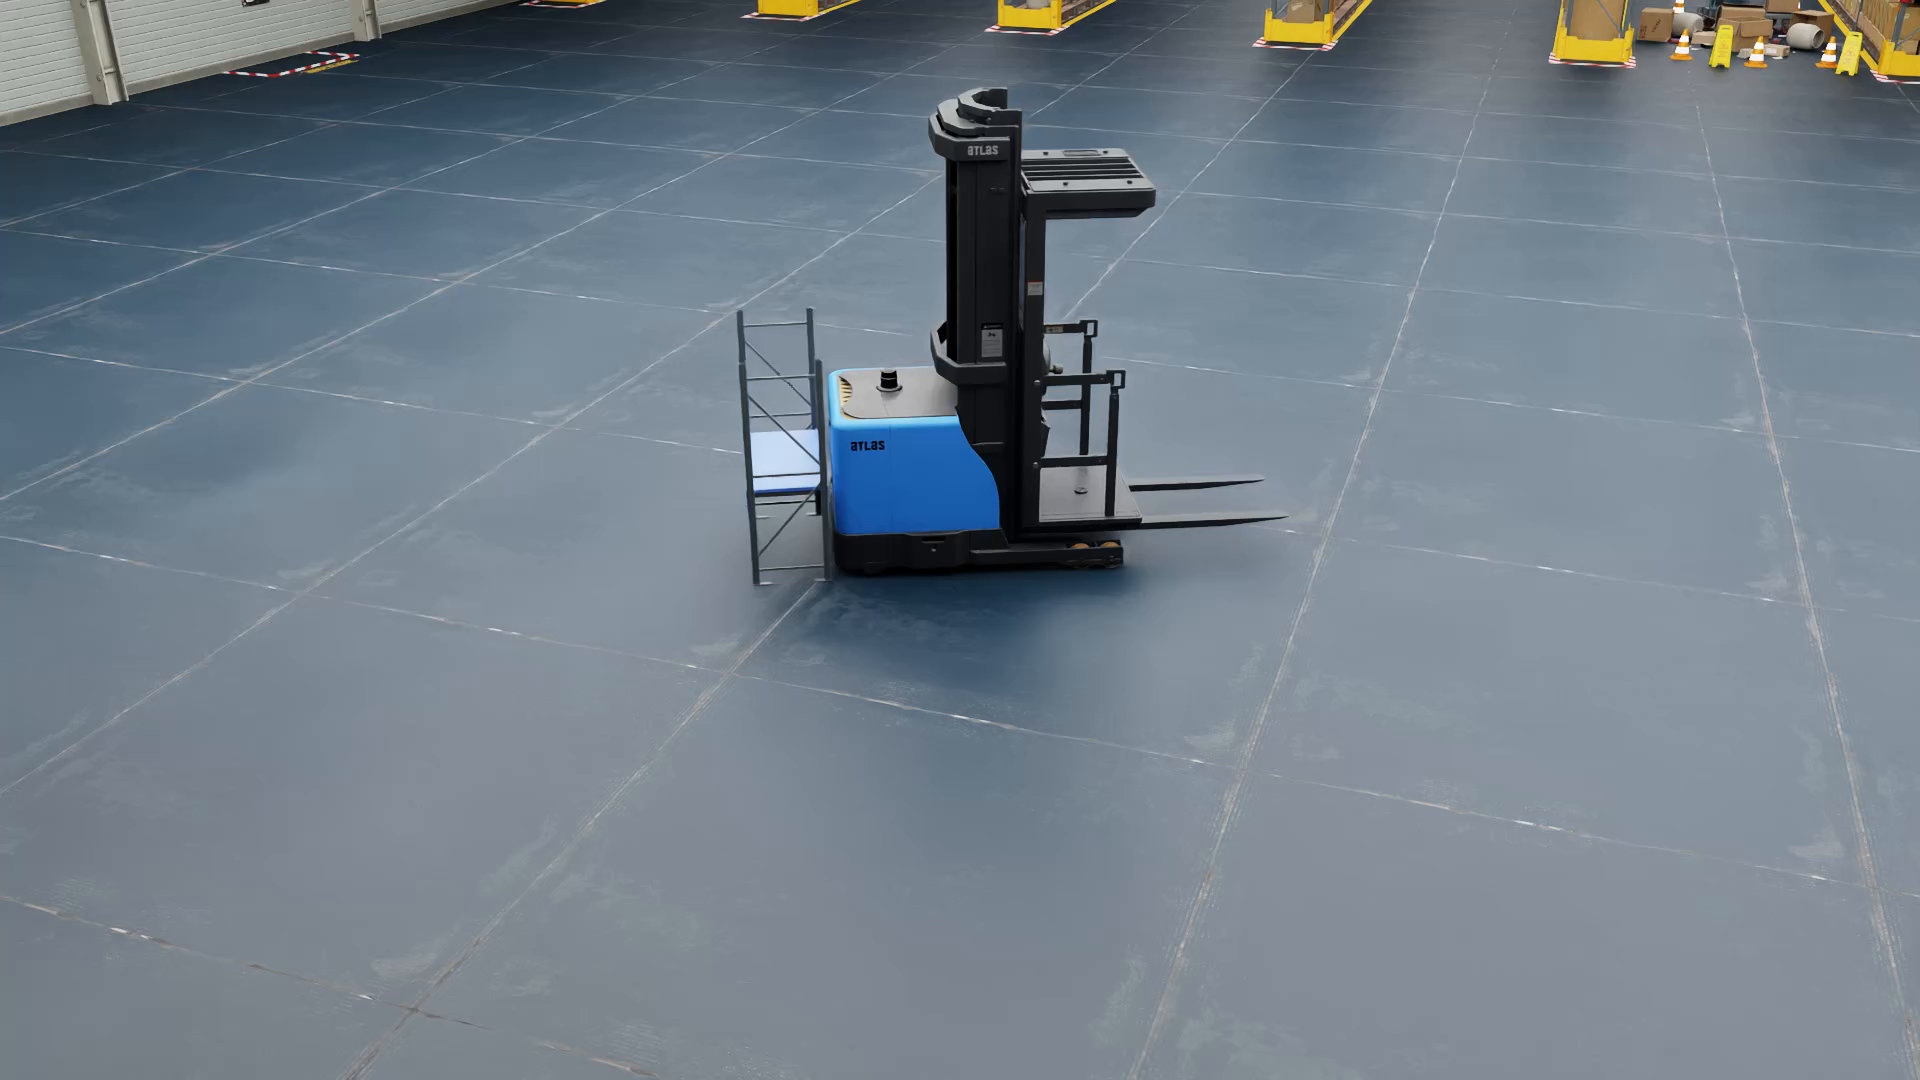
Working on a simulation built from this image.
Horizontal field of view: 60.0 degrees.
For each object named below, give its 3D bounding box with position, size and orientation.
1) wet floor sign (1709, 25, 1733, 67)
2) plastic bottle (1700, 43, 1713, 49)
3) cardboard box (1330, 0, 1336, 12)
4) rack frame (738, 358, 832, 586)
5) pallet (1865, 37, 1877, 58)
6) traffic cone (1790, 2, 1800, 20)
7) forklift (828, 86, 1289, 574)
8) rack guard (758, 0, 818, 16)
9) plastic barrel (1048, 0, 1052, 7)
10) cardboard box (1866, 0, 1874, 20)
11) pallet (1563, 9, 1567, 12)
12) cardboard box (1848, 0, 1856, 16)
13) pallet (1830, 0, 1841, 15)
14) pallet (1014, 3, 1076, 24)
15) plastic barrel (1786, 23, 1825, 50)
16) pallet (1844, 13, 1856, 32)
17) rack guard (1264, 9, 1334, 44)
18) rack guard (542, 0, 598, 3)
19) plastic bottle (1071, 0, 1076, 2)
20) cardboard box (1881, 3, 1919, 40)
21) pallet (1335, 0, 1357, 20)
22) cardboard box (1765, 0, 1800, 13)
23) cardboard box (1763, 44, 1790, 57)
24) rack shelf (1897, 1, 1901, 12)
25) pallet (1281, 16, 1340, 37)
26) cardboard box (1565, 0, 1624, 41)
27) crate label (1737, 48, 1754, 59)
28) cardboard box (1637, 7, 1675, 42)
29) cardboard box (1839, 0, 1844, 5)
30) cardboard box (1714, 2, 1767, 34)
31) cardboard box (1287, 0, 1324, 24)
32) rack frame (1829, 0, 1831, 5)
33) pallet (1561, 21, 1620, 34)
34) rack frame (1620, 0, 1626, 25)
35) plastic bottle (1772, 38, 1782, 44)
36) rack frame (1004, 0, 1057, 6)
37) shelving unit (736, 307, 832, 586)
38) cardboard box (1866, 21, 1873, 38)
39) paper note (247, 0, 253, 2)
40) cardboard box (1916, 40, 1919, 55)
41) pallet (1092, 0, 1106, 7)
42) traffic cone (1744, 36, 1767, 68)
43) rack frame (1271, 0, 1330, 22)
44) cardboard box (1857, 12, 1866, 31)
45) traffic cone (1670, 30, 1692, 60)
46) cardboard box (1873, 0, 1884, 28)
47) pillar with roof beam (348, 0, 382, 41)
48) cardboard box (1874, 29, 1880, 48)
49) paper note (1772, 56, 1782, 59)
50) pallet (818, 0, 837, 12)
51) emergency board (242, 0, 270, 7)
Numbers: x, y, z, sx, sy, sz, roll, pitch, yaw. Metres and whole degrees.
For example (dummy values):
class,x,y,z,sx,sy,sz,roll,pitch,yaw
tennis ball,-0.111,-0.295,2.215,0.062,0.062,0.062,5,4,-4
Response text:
class,x,y,z,sx,sy,sz,roll,pitch,yaw
wet floor sign,12.490,-8.097,27.233,0.267,0.644,0.232,4,26,8
plastic bottle,12.998,-8.617,28.977,0.133,0.061,0.283,0,26,-1
cardboard box,6.833,-10.263,31.391,0.500,0.500,0.500,6,27,13
rack frame,-1.080,-0.402,10.356,0.500,1.500,0.032,-4,26,-7
pallet,16.070,-8.384,28.324,1.003,0.211,1.213,9,27,17
traffic cone,15.757,-9.994,31.360,0.336,0.463,0.334,9,27,17
forklift,0.653,-1.356,10.688,3.031,2.935,1.130,-3,26,-5
rack guard,-3.360,-10.520,32.404,1.175,0.500,0.348,9,27,17
plastic barrel,1.631,-10.492,31.850,0.421,0.512,0.421,0,26,0
cardboard box,16.047,-9.287,28.802,0.500,0.500,0.500,10,28,20
pallet,12.149,-10.173,32.018,1.003,0.211,1.213,9,27,17
cardboard box,17.073,-9.941,30.874,0.950,0.372,0.625,11,28,21
pallet,17.734,-10.491,32.676,1.003,0.211,1.213,9,27,17
pallet,1.574,-10.051,31.767,1.003,0.211,1.213,9,27,17
plastic barrel,14.593,-8.688,28.709,0.421,0.421,0.512,-14,29,-27
pallet,16.922,-9.488,30.605,1.003,0.211,1.213,9,27,17
rack guard,6.014,-9.123,29.518,1.175,0.500,0.348,9,27,17
rack guard,-7.999,-11.278,33.969,1.175,0.500,0.348,9,27,17
plastic bottle,2.215,-10.605,32.337,0.097,0.271,0.097,0,26,0
cardboard box,15.354,-8.436,27.043,0.500,0.500,0.500,9,27,18
pallet,7.129,-10.324,32.331,1.003,0.211,1.213,9,27,17
cardboard box,14.976,-9.885,30.223,0.500,0.500,0.500,9,27,17
cardboard box,13.865,-8.328,28.279,0.250,0.149,0.380,-20,33,-36
rack shelf,15.999,-9.278,27.795,1.077,0.370,4.000,9,27,17
pallet,6.317,-9.322,30.260,1.003,0.211,1.213,9,27,17
cardboard box,10.795,-8.977,28.305,0.875,0.875,0.875,9,27,18
crate label,13.303,-8.208,28.046,0.250,0.136,0.298,-5,26,-9
cardboard box,12.414,-9.189,29.652,0.500,0.500,0.500,14,29,26
cardboard box,17.560,-10.538,32.107,0.950,0.372,0.625,8,27,16
cardboard box,13.834,-9.191,29.501,0.797,0.637,0.503,9,27,17
cardboard box,6.212,-9.535,29.887,0.500,0.500,0.500,14,29,27
rack frame,17.996,-12.067,32.731,1.000,3.000,0.127,9,27,17
pallet,11.232,-9.040,29.679,1.003,0.211,1.213,9,27,17
rack frame,11.963,-11.100,30.733,1.000,3.000,0.127,9,27,17
plastic bottle,14.467,-8.842,29.443,0.133,0.061,0.283,14,29,26
rack frame,1.318,-10.935,30.392,1.000,3.000,0.127,9,27,17
shelving unit,-1.148,-0.622,10.809,0.538,1.500,1.048,-4,26,-7
cardboard box,15.873,-8.732,28.516,0.500,0.250,0.500,8,27,17
paper note,-11.586,-8.850,27.097,0.016,0.148,0.142,9,27,17
cardboard box,15.863,-8.022,27.050,0.500,0.250,0.500,9,27,17
pallet,2.386,-11.054,33.838,1.003,0.211,1.213,9,27,17
traffic cone,13.100,-8.023,27.289,0.336,0.463,0.334,9,27,17
rack frame,5.988,-10.217,28.909,1.000,3.000,0.127,9,27,17
cardboard box,16.214,-9.171,29.424,0.500,0.250,0.500,7,27,15
traffic cone,12.148,-8.326,27.916,0.336,0.463,0.334,9,27,17
cardboard box,15.699,-8.857,27.913,0.500,0.500,0.500,8,27,16
pillar with roof beam,-6.544,-12.395,26.524,9.100,9.000,0.400,9,27,17
cardboard box,15.529,-8.314,27.652,0.500,0.250,0.500,9,27,18
paper note,13.771,-8.120,27.986,0.148,0.019,0.142,0,26,-1
pallet,-3.137,-10.720,33.148,1.003,0.211,1.213,9,27,17
emergency board,-11.483,-9.308,27.032,0.157,1.169,0.626,9,27,17
